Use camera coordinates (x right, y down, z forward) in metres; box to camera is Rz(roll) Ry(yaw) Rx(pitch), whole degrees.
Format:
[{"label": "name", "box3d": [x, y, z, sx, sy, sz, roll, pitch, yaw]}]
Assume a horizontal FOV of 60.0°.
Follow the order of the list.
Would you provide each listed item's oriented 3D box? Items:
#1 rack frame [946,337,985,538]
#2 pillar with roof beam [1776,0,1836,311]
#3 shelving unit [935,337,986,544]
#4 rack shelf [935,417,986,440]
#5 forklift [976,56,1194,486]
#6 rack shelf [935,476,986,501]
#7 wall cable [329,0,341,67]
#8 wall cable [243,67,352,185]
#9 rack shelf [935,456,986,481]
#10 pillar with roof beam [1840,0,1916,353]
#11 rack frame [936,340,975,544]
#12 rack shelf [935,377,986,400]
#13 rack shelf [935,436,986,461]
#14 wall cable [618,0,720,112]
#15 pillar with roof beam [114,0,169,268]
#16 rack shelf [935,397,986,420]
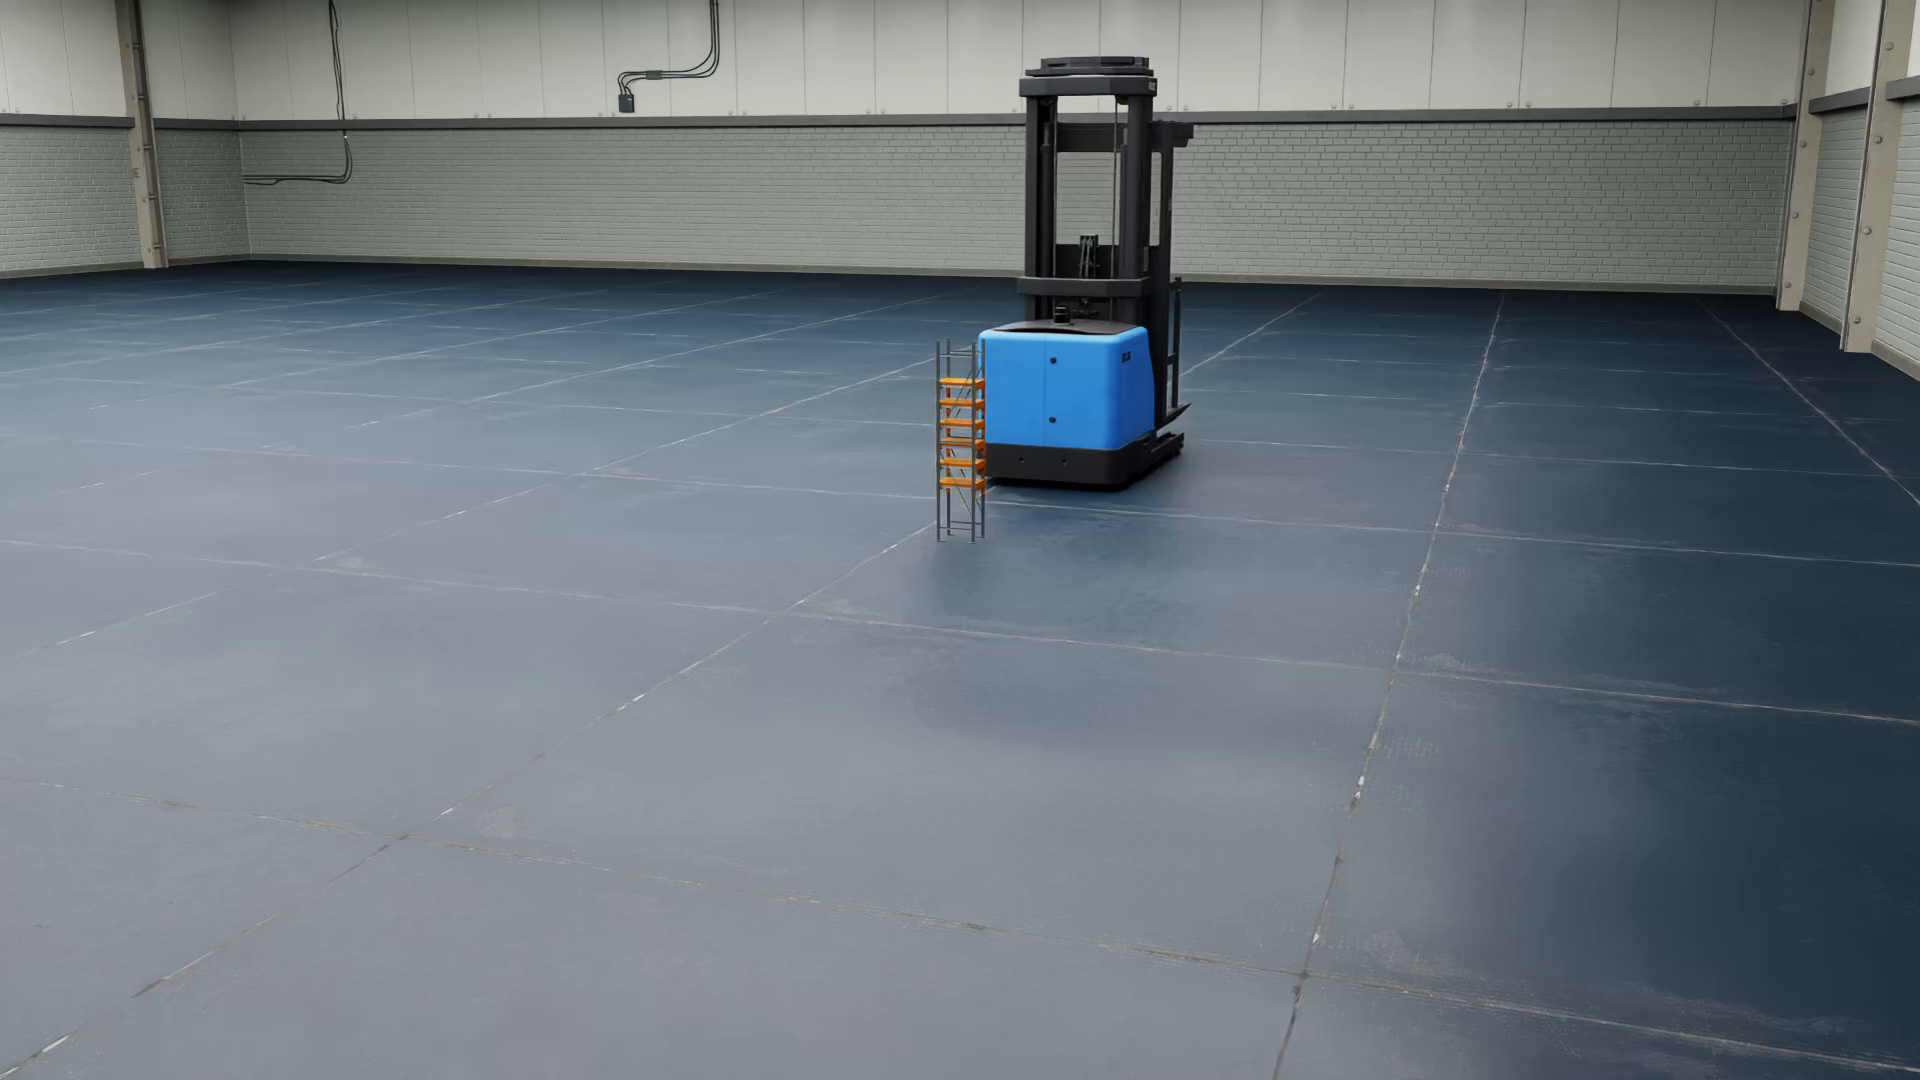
[{"label": "rack frame", "box3d": [0.034, -0.607, 9.952, 0.240, 1.200, 0.006, 4, 14, 18]}, {"label": "pillar with roof beam", "box3d": [8.614, -8.230, 25.821, 9.100, 9.000, 0.400, 4, 14, 18]}, {"label": "shelving unit", "box3d": [0.005, -0.588, 9.868, 0.258, 1.200, 0.189, 4, 14, 18]}, {"label": "rack shelf", "box3d": [0.005, -0.662, 9.851, 0.258, 0.103, 0.180, 4, 14, 18]}, {"label": "forklift", "box3d": [1.103, -2.085, 12.535, 1.130, 2.935, 3.031, 5, 14, 20]}, {"label": "rack shelf", "box3d": [0.005, -0.311, 9.931, 0.258, 0.103, 0.180, 4, 14, 18]}, {"label": "wall cable", "box3d": [-12.353, -11.466, 35.631, 3.097, 2.526, 0.112, 4, 14, 18]}, {"label": "wall cable", "box3d": [-14.913, -9.199, 37.046, 3.097, 2.526, 0.112, 4, 14, 18]}, {"label": "rack shelf", "box3d": [0.005, -0.428, 9.904, 0.258, 0.103, 0.180, 4, 14, 18]}, {"label": "pillar with roof beam", "box3d": [6.673, -6.966, 20.286, 9.100, 9.000, 0.400, 4, 14, 18]}, {"label": "rack frame", "box3d": [-0.025, -0.569, 9.783, 0.240, 1.200, 0.006, 4, 14, 18]}, {"label": "rack shelf", "box3d": [0.005, -0.896, 9.798, 0.258, 0.103, 0.180, 4, 14, 18]}, {"label": "rack shelf", "box3d": [0.005, -0.545, 9.878, 0.258, 0.103, 0.180, 4, 14, 18]}, {"label": "wall cable", "box3d": [-5.936, -11.684, 33.313, 2.305, 6.003, 0.169, 4, 14, 18]}, {"label": "pillar with roof beam", "box3d": [-13.044, -9.878, 33.042, 9.100, 9.000, 0.400, 4, 14, 18]}, {"label": "rack shelf", "box3d": [0.005, -0.779, 9.824, 0.258, 0.103, 0.180, 4, 14, 18]}]
